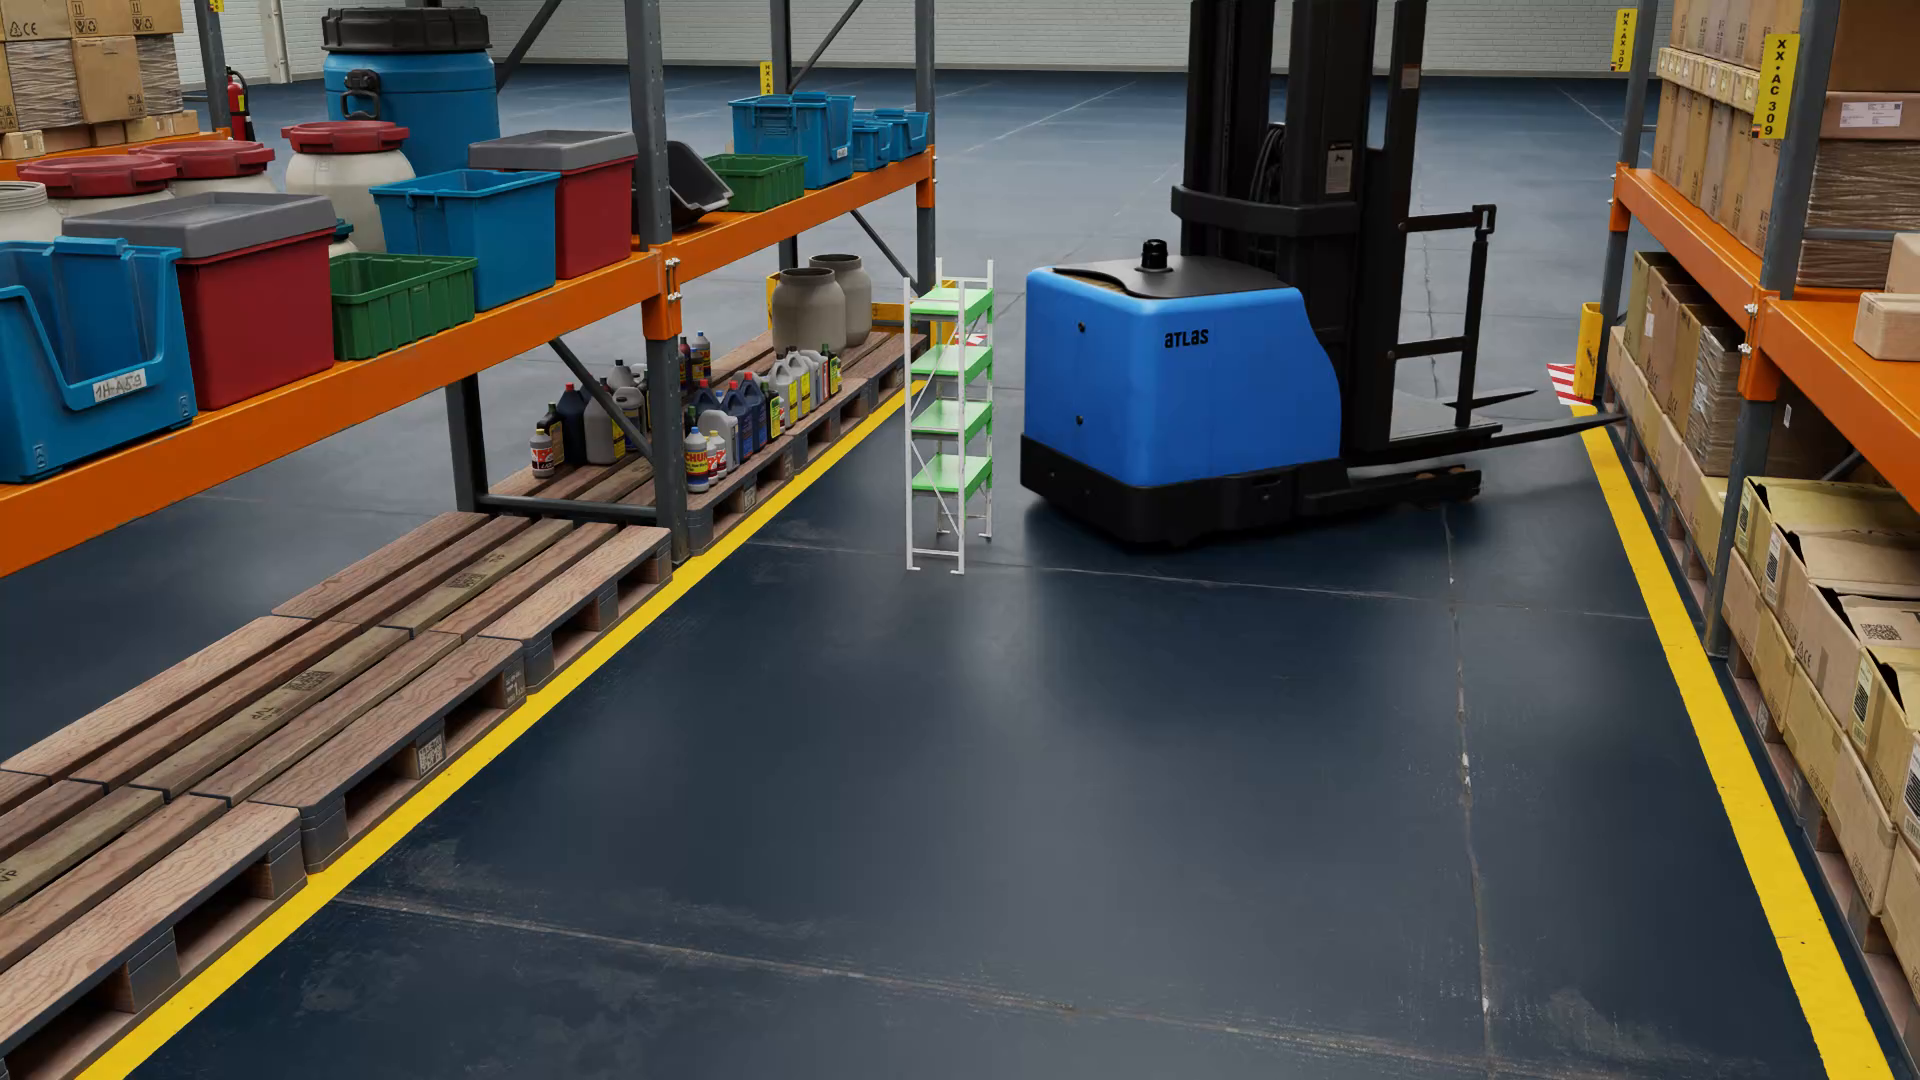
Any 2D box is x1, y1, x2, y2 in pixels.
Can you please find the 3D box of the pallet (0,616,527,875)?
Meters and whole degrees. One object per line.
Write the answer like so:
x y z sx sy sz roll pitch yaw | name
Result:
-2.080 0.586 5.145 1.003 0.211 1.213 5 19 13 | pallet

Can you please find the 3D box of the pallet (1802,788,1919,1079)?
2.734 0.963 4.040 1.003 0.211 1.213 5 19 13 | pallet

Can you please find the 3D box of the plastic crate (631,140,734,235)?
-1.379 -1.491 7.008 0.767 0.338 0.504 5 19 13 | plastic crate

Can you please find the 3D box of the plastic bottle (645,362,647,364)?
-1.556 -0.791 8.403 0.097 0.271 0.097 0 19 0 | plastic bottle

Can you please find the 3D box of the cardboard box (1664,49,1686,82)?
3.783 -2.393 8.394 0.380 0.149 0.250 4 19 12 | cardboard box

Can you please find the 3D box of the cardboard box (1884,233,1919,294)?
3.094 -0.745 4.960 0.500 0.250 0.500 6 20 17 | cardboard box

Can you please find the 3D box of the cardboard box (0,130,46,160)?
-5.590 -2.308 9.693 0.380 0.149 0.250 5 19 13 | cardboard box

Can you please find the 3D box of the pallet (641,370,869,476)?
-1.129 -0.637 8.727 1.003 0.211 1.213 5 19 13 | pallet

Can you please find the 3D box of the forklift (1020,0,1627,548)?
1.833 -1.668 7.536 3.031 2.935 1.130 -9 21 -25 | forklift

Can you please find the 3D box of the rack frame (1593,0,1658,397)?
4.150 -2.228 9.068 1.000 3.000 0.127 5 19 13 | rack frame

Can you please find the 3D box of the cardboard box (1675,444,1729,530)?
3.205 -0.190 6.707 0.500 0.250 0.500 5 19 13 | cardboard box

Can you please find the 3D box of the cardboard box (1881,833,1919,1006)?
2.335 0.879 3.578 0.500 0.250 0.500 5 20 15 | cardboard box

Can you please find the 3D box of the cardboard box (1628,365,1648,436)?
3.562 -0.661 8.086 0.500 0.250 0.500 5 19 13 | cardboard box

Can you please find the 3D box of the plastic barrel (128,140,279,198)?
-2.256 -0.918 5.024 0.433 0.535 0.433 0 19 0 | plastic barrel

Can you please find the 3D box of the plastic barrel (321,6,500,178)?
-2.018 -1.506 6.181 0.600 0.901 0.708 5 19 13 | plastic barrel

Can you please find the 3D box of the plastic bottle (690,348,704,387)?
-1.423 -0.928 8.912 0.097 0.201 0.097 0 19 0 | plastic bottle

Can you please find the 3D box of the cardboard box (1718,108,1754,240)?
3.524 -1.483 6.735 0.700 0.500 0.500 5 19 14 | cardboard box

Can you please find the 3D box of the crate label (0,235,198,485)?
-2.102 -0.419 3.719 0.502 0.435 0.616 5 19 13 | crate label

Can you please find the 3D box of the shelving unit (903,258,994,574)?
-0.040 -0.516 6.842 0.258 1.200 0.503 5 19 13 | shelving unit

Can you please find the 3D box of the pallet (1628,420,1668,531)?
3.703 -0.284 7.692 1.003 0.211 1.213 5 19 13 | pallet

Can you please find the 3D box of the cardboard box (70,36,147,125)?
-5.622 -2.863 10.313 0.875 0.500 0.500 5 19 13 | cardboard box

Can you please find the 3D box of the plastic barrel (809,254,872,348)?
-0.739 -1.429 9.930 0.421 0.512 0.421 0 19 0 | plastic barrel

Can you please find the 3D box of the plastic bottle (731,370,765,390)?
-1.030 -0.702 8.135 0.152 0.276 0.135 5 19 13 | plastic bottle

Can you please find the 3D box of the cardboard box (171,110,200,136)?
-5.325 -2.786 11.094 0.380 0.149 0.250 5 19 13 | cardboard box

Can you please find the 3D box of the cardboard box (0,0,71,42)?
-5.591 -3.167 9.656 0.500 0.500 0.500 5 19 13 | cardboard box

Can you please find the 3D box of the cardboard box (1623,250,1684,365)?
3.683 -1.173 8.424 0.500 0.500 0.500 5 19 13 | cardboard box

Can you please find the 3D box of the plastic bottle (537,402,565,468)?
-1.832 -0.466 7.432 0.061 0.283 0.133 6 20 16 | plastic bottle

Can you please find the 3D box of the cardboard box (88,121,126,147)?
-5.474 -2.549 10.397 0.380 0.149 0.250 5 19 13 | cardboard box

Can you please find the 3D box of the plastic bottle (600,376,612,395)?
-1.706 -0.628 7.907 0.061 0.283 0.133 6 20 17 | plastic bottle

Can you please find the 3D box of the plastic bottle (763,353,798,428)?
-0.880 -0.733 8.112 0.144 0.351 0.185 5 19 13 | plastic bottle

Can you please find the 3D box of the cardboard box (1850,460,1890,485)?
3.589 -0.347 6.006 0.500 0.500 0.500 5 19 13 | cardboard box

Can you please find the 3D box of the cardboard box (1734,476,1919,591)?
2.830 -0.027 5.362 0.500 0.311 0.500 5 19 14 | cardboard box

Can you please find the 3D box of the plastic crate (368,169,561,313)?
-1.598 -0.988 5.465 0.392 0.384 0.575 5 19 13 | plastic crate

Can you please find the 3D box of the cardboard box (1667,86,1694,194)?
3.900 -1.965 8.144 0.700 0.500 0.500 5 20 15 | cardboard box

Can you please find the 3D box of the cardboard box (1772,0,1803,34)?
3.397 -1.933 6.045 0.700 0.500 0.500 5 19 13 | cardboard box

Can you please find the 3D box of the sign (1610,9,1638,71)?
3.613 -2.720 9.049 0.100 0.325 0.005 5 19 13 | sign

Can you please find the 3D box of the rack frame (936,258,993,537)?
0.019 -0.592 7.066 0.240 1.200 0.015 5 19 13 | rack frame

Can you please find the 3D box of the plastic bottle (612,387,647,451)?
-1.555 -0.566 7.738 0.152 0.276 0.135 5 19 13 | plastic bottle

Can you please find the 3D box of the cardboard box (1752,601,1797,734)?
2.707 0.396 4.993 0.500 0.250 0.500 5 20 15 | cardboard box

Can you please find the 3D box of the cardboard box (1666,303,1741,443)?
3.326 -0.702 7.045 0.500 0.500 0.500 5 19 13 | cardboard box

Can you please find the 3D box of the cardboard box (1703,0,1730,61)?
3.765 -2.404 7.422 0.700 0.500 0.500 5 19 14 | cardboard box

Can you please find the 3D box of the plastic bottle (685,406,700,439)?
-1.178 -0.466 7.433 0.061 0.283 0.133 5 19 13 | plastic bottle

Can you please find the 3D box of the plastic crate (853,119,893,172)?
-0.649 -2.166 9.118 0.499 0.251 0.408 5 19 13 | plastic crate

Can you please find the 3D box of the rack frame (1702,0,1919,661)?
3.172 -0.974 5.398 1.000 3.000 0.127 5 19 13 | rack frame

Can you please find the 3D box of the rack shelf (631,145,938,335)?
-1.141 -1.653 8.498 1.077 0.370 4.000 5 19 13 | rack shelf

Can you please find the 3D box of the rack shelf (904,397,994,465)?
-0.040 -0.455 6.862 0.258 0.148 0.480 5 19 13 | rack shelf

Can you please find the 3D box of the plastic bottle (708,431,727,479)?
-1.077 -0.379 7.305 0.097 0.201 0.097 0 19 0 | plastic bottle

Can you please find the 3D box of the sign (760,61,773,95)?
-1.185 -2.796 10.304 0.100 0.325 0.005 5 19 13 | sign

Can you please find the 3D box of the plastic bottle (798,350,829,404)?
-0.764 -0.852 8.575 0.152 0.276 0.135 5 19 14 | plastic bottle

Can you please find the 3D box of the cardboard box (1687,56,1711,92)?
3.594 -2.152 7.689 0.380 0.149 0.250 4 19 12 | cardboard box

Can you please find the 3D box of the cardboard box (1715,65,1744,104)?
3.405 -1.912 6.985 0.380 0.149 0.250 5 20 15 | cardboard box

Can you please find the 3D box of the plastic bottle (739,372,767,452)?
-0.984 -0.600 7.722 0.144 0.351 0.185 4 19 11 | plastic bottle

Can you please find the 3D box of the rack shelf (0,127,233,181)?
-5.944 -2.044 9.643 1.077 0.370 4.000 5 19 13 | rack shelf

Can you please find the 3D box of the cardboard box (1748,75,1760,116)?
3.218 -1.672 6.284 0.380 0.149 0.250 5 19 13 | cardboard box

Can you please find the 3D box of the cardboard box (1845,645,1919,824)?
2.455 0.455 3.951 0.500 0.311 0.500 5 20 15 | cardboard box
